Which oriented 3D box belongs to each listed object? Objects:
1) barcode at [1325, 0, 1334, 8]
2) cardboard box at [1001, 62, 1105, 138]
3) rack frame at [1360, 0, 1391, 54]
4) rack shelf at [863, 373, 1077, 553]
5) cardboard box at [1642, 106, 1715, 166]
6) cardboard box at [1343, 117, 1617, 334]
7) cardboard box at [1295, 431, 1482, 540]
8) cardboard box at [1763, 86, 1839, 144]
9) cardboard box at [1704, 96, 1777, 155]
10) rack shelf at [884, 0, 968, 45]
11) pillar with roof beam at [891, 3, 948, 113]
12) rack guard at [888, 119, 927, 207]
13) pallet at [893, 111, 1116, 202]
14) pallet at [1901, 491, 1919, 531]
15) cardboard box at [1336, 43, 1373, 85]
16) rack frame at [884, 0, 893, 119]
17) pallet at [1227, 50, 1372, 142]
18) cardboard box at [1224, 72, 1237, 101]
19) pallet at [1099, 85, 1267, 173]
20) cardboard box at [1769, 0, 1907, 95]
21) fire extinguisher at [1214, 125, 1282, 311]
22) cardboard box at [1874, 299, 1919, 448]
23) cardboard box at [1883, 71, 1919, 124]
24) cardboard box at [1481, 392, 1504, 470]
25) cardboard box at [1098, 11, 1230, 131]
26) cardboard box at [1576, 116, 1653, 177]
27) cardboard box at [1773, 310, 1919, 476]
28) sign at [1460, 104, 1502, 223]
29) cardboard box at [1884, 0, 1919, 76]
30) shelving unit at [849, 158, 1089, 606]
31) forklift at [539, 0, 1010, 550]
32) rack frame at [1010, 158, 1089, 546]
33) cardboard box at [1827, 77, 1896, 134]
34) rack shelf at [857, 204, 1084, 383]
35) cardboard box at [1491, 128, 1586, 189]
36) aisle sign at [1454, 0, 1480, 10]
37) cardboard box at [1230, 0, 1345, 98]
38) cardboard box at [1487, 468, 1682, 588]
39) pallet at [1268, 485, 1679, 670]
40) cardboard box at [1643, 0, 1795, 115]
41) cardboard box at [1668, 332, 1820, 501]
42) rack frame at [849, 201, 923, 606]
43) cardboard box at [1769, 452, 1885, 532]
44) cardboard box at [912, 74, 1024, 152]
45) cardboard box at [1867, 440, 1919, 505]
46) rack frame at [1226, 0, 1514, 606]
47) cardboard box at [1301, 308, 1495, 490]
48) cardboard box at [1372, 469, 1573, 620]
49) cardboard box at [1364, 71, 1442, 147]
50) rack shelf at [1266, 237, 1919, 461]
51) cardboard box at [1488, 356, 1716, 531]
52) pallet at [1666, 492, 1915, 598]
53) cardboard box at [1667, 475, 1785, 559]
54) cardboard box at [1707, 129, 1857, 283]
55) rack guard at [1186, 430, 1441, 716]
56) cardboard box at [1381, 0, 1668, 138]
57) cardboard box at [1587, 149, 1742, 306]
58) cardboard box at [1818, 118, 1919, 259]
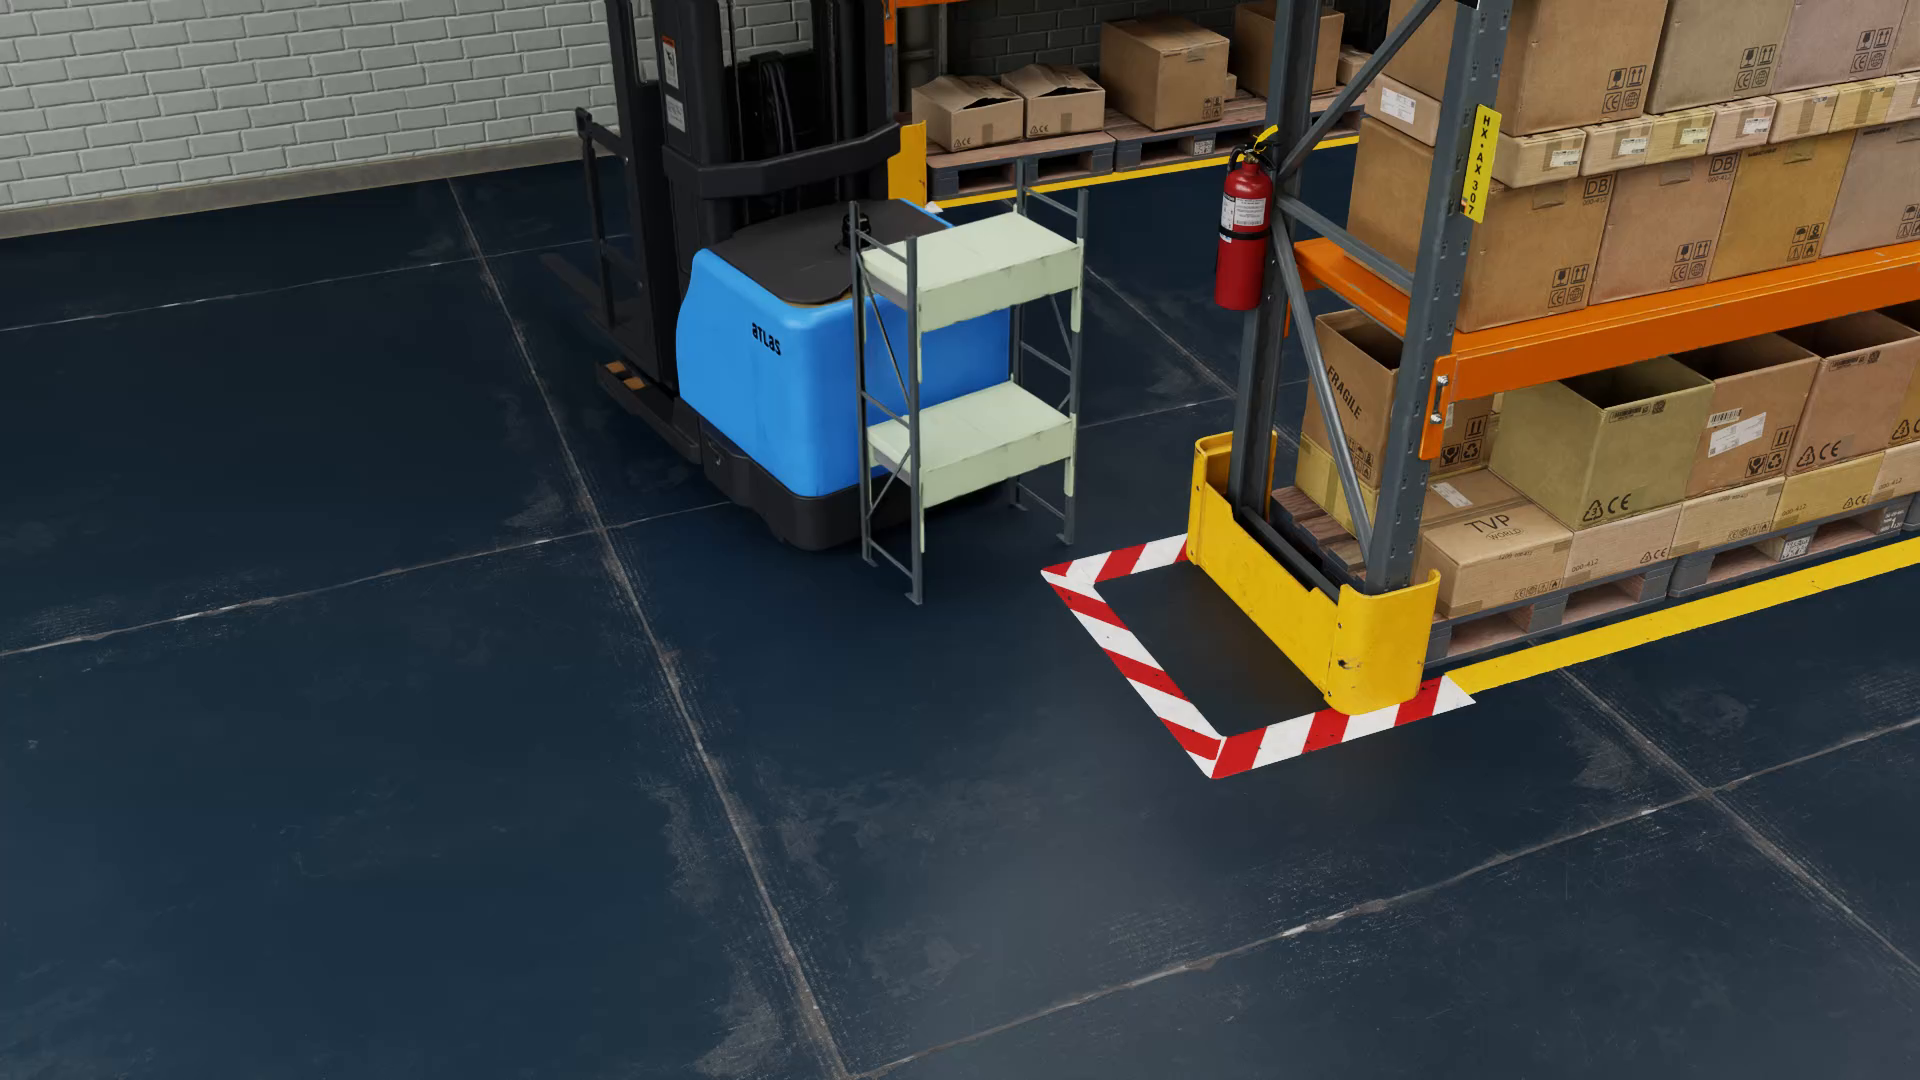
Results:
[{"bbox_3d":[2.468,-3.581,11.098,0.075,0.075,0.001,-13,35,-19],"label":"barcode"},{"bbox_3d":[0.569,-2.737,10.268,0.500,0.311,0.500,-10,34,-15],"label":"cardboard box"},{"bbox_3d":[3.059,-4.303,10.613,0.127,3.000,1.000,-13,35,-19],"label":"rack frame"},{"bbox_3d":[0.034,-0.310,6.448,0.720,0.370,0.431,-21,38,-29],"label":"rack shelf"},{"bbox_3d":[2.210,-1.366,5.412,0.250,0.149,0.380,-13,35,-19],"label":"cardboard box"},{"bbox_3d":[1.727,-1.102,5.602,0.500,0.500,0.700,-13,35,-19],"label":"cardboard box"},{"bbox_3d":[1.672,-0.254,6.526,0.500,0.250,0.500,-13,35,-19],"label":"cardboard box"},{"bbox_3d":[2.688,-1.476,5.581,0.250,0.149,0.380,-14,36,-21],"label":"cardboard box"},{"bbox_3d":[2.443,-1.418,5.492,0.250,0.149,0.380,-13,35,-20],"label":"cardboard box"},{"bbox_3d":[1.215,-3.579,10.160,4.000,0.370,1.077,-13,35,-19],"label":"rack shelf"},{"bbox_3d":[1.348,-4.391,5.248,0.400,9.000,9.100,-13,35,-19],"label":"pillar with roof beam"},{"bbox_3d":[-0.559,-2.427,10.021,0.348,0.500,1.175,-13,35,-19],"label":"rack guard"},{"bbox_3d":[0.204,-2.460,10.337,1.213,0.211,1.003,-13,35,-19],"label":"pallet"},{"bbox_3d":[4.231,-0.497,7.321,1.213,0.211,1.003,-13,35,-19],"label":"pallet"},{"bbox_3d":[2.577,-3.172,11.069,0.250,0.166,0.380,-18,37,-25],"label":"cardboard box"},{"bbox_3d":[-0.629,-3.459,9.315,0.127,3.000,1.000,-13,35,-19],"label":"rack frame"},{"bbox_3d":[2.453,-2.975,11.128,1.213,0.211,1.003,-13,35,-19],"label":"pallet"},{"bbox_3d":[1.576,-2.965,10.767,0.250,0.149,0.380,-16,36,-23],"label":"cardboard box"},{"bbox_3d":[1.327,-2.715,10.729,1.213,0.211,1.003,-13,35,-19],"label":"pallet"},{"bbox_3d":[2.723,-1.878,5.605,0.500,0.500,0.700,-13,35,-19],"label":"cardboard box"},{"bbox_3d":[1.003,-1.145,5.830,0.183,0.674,0.296,-13,35,-19],"label":"fire extinguisher"},{"bbox_3d":[3.712,-0.736,6.579,0.500,0.500,0.500,-13,35,-19],"label":"cardboard box"},{"bbox_3d":[3.155,-1.581,5.743,0.250,0.149,0.380,-13,35,-18],"label":"cardboard box"},{"bbox_3d":[2.128,-0.365,6.697,0.500,0.250,0.500,-13,35,-19],"label":"cardboard box"},{"bbox_3d":[1.265,-2.946,10.416,0.500,0.500,0.700,-15,36,-22],"label":"cardboard box"},{"bbox_3d":[1.979,-1.314,5.332,0.250,0.149,0.380,-14,36,-20],"label":"cardboard box"},{"bbox_3d":[3.257,-0.623,6.406,0.500,0.500,0.500,-13,35,-19],"label":"cardboard box"},{"bbox_3d":[1.501,-1.084,4.799,0.005,0.325,0.100,-13,35,-19],"label":"sign"},{"bbox_3d":[3.185,-1.984,5.767,0.500,0.500,0.700,-13,35,-19],"label":"cardboard box"},{"bbox_3d":[0.034,-0.583,6.271,0.755,1.500,0.431,-21,38,-29],"label":"shelving unit"},{"bbox_3d":[-1.040,-1.944,7.050,1.130,2.935,3.031,-21,38,-29],"label":"forklift"},{"bbox_3d":[0.335,-0.697,6.445,0.023,1.500,0.400,-21,38,-29],"label":"rack frame"},{"bbox_3d":[2.924,-1.530,5.664,0.250,0.149,0.380,-13,35,-20],"label":"cardboard box"},{"bbox_3d":[0.034,-0.910,6.058,0.720,0.370,0.431,-21,38,-29],"label":"rack shelf"},{"bbox_3d":[1.737,-1.257,5.245,0.250,0.149,0.380,-13,35,-19],"label":"cardboard box"},{"bbox_3d":[1.350,-1.890,4.521,0.004,0.787,0.394,-13,35,-19],"label":"aisle sign"},{"bbox_3d":[2.117,-3.201,10.807,0.500,0.500,0.500,-16,36,-22],"label":"cardboard box"},{"bbox_3d":[2.332,-0.101,6.290,0.500,0.250,0.500,-13,35,-19],"label":"cardboard box"},{"bbox_3d":[1.981,0.018,6.529,1.213,0.211,1.003,-13,35,-19],"label":"pallet"},{"bbox_3d":[2.259,-1.771,5.440,0.500,0.500,0.700,-14,36,-20],"label":"cardboard box"},{"bbox_3d":[2.789,-0.526,6.257,0.500,0.500,0.500,-13,35,-19],"label":"cardboard box"},{"bbox_3d":[-0.266,-0.469,6.096,0.023,1.500,0.400,-21,38,-29],"label":"rack frame"},{"bbox_3d":[3.256,-0.309,6.611,0.500,0.250,0.500,-13,35,-19],"label":"cardboard box"},{"bbox_3d":[0.044,-2.617,10.083,0.500,0.311,0.500,-17,37,-24],"label":"cardboard box"},{"bbox_3d":[3.717,-0.415,6.774,0.500,0.250,0.500,-13,35,-19],"label":"cardboard box"},{"bbox_3d":[1.292,-0.968,5.488,0.127,3.000,1.000,-13,35,-19],"label":"rack frame"},{"bbox_3d":[1.671,-0.569,6.323,0.500,0.500,0.500,-13,35,-19],"label":"cardboard box"},{"bbox_3d":[1.872,0.007,6.125,0.500,0.250,0.500,-13,35,-19],"label":"cardboard box"},{"bbox_3d":[1.570,-1.459,5.555,0.250,0.149,0.380,-13,35,-20],"label":"cardboard box"},{"bbox_3d":[3.136,-1.089,6.333,4.000,0.370,1.077,-13,35,-19],"label":"rack shelf"},{"bbox_3d":[2.333,-0.414,6.085,0.500,0.500,0.500,-13,35,-19],"label":"cardboard box"},{"bbox_3d":[3.104,-0.238,6.922,1.213,0.211,1.003,-13,35,-19],"label":"pallet"},{"bbox_3d":[2.793,-0.206,6.452,0.500,0.250,0.500,-13,35,-19],"label":"cardboard box"},{"bbox_3d":[2.670,-1.318,5.933,0.500,0.500,0.700,-13,35,-19],"label":"cardboard box"},{"bbox_3d":[1.270,0.084,6.162,0.348,0.500,1.175,-13,35,-19],"label":"rack guard"},{"bbox_3d":[1.776,-1.657,5.266,0.500,0.500,0.700,-13,35,-19],"label":"cardboard box"},{"bbox_3d":[2.210,-1.216,5.776,0.500,0.500,0.700,-12,35,-18],"label":"cardboard box"},{"bbox_3d":[3.154,-1.431,6.107,0.500,0.500,0.700,-12,35,-18],"label":"cardboard box"}]
